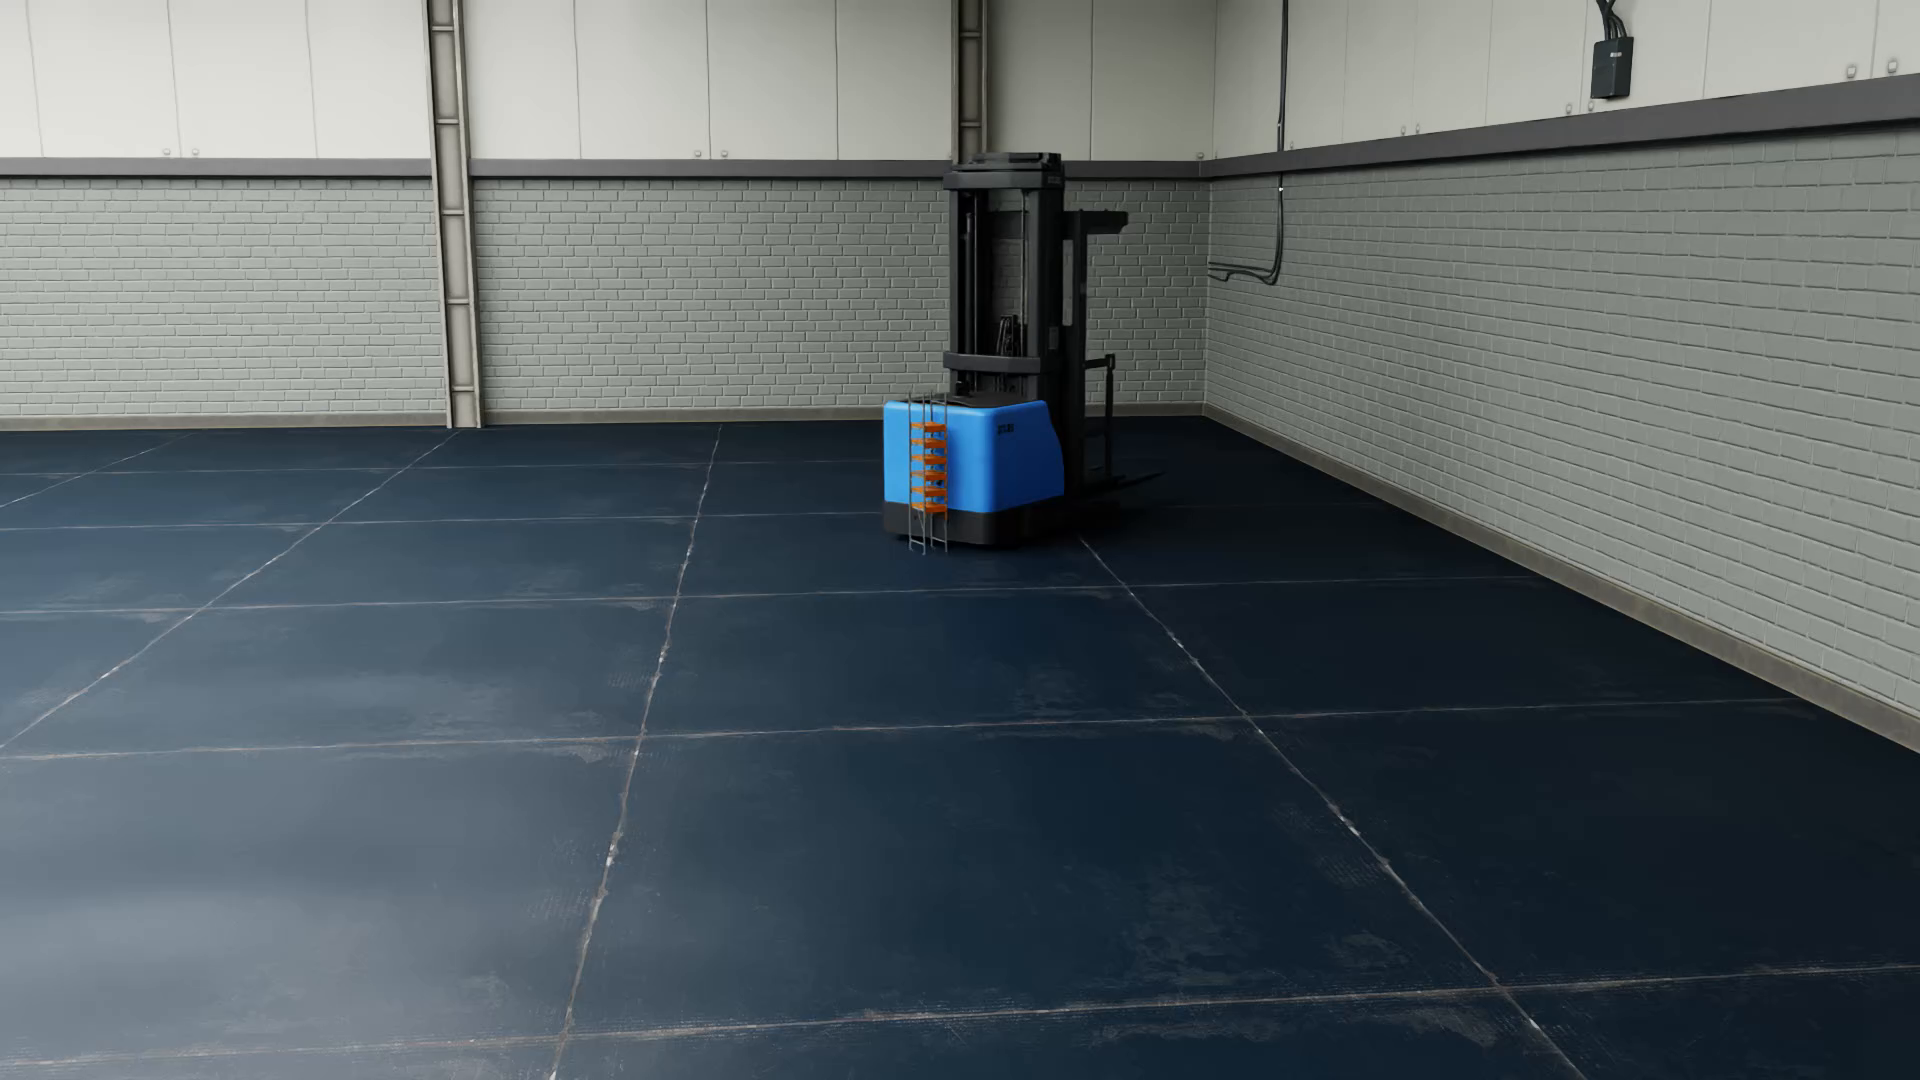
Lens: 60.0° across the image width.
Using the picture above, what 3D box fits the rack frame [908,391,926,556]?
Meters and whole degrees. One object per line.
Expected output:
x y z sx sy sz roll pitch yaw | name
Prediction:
-0.317 -0.491 12.253 0.006 1.200 0.240 -6 13 -29 | rack frame

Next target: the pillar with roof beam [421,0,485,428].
-5.392 -4.940 14.667 0.400 9.000 9.100 -1 11 -6 | pillar with roof beam

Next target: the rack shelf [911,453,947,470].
-0.238 -0.574 12.283 0.180 0.103 0.258 -6 13 -29 | rack shelf

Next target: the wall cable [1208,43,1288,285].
3.180 -4.175 18.824 0.112 2.526 3.097 -1 11 -6 | wall cable

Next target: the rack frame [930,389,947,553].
-0.159 -0.509 12.342 0.006 1.200 0.240 -6 13 -29 | rack frame

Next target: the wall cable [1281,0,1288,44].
3.472 -6.134 15.698 0.112 2.526 3.097 -1 11 -6 | wall cable

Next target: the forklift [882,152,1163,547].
0.660 -1.619 13.506 1.130 2.935 3.031 8 14 34 | forklift

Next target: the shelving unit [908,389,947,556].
-0.238 -0.500 12.298 0.189 1.200 0.258 -6 13 -29 | shelving unit

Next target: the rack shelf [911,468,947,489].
-0.238 -0.456 12.306 0.180 0.103 0.258 -6 13 -29 | rack shelf

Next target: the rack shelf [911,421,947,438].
-0.239 -0.809 12.236 0.180 0.103 0.258 -6 13 -29 | rack shelf

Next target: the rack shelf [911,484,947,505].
-0.238 -0.339 12.330 0.180 0.103 0.258 -6 13 -29 | rack shelf

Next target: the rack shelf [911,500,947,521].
-0.237 -0.221 12.353 0.180 0.103 0.258 -6 13 -29 | rack shelf

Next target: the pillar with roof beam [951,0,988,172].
0.573 -5.065 15.303 0.400 9.000 9.100 -1 11 -6 | pillar with roof beam

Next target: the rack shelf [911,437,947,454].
-0.238 -0.692 12.260 0.180 0.103 0.258 -6 13 -29 | rack shelf

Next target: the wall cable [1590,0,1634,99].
4.189 -5.546 8.934 0.169 6.003 2.305 -1 11 -6 | wall cable
